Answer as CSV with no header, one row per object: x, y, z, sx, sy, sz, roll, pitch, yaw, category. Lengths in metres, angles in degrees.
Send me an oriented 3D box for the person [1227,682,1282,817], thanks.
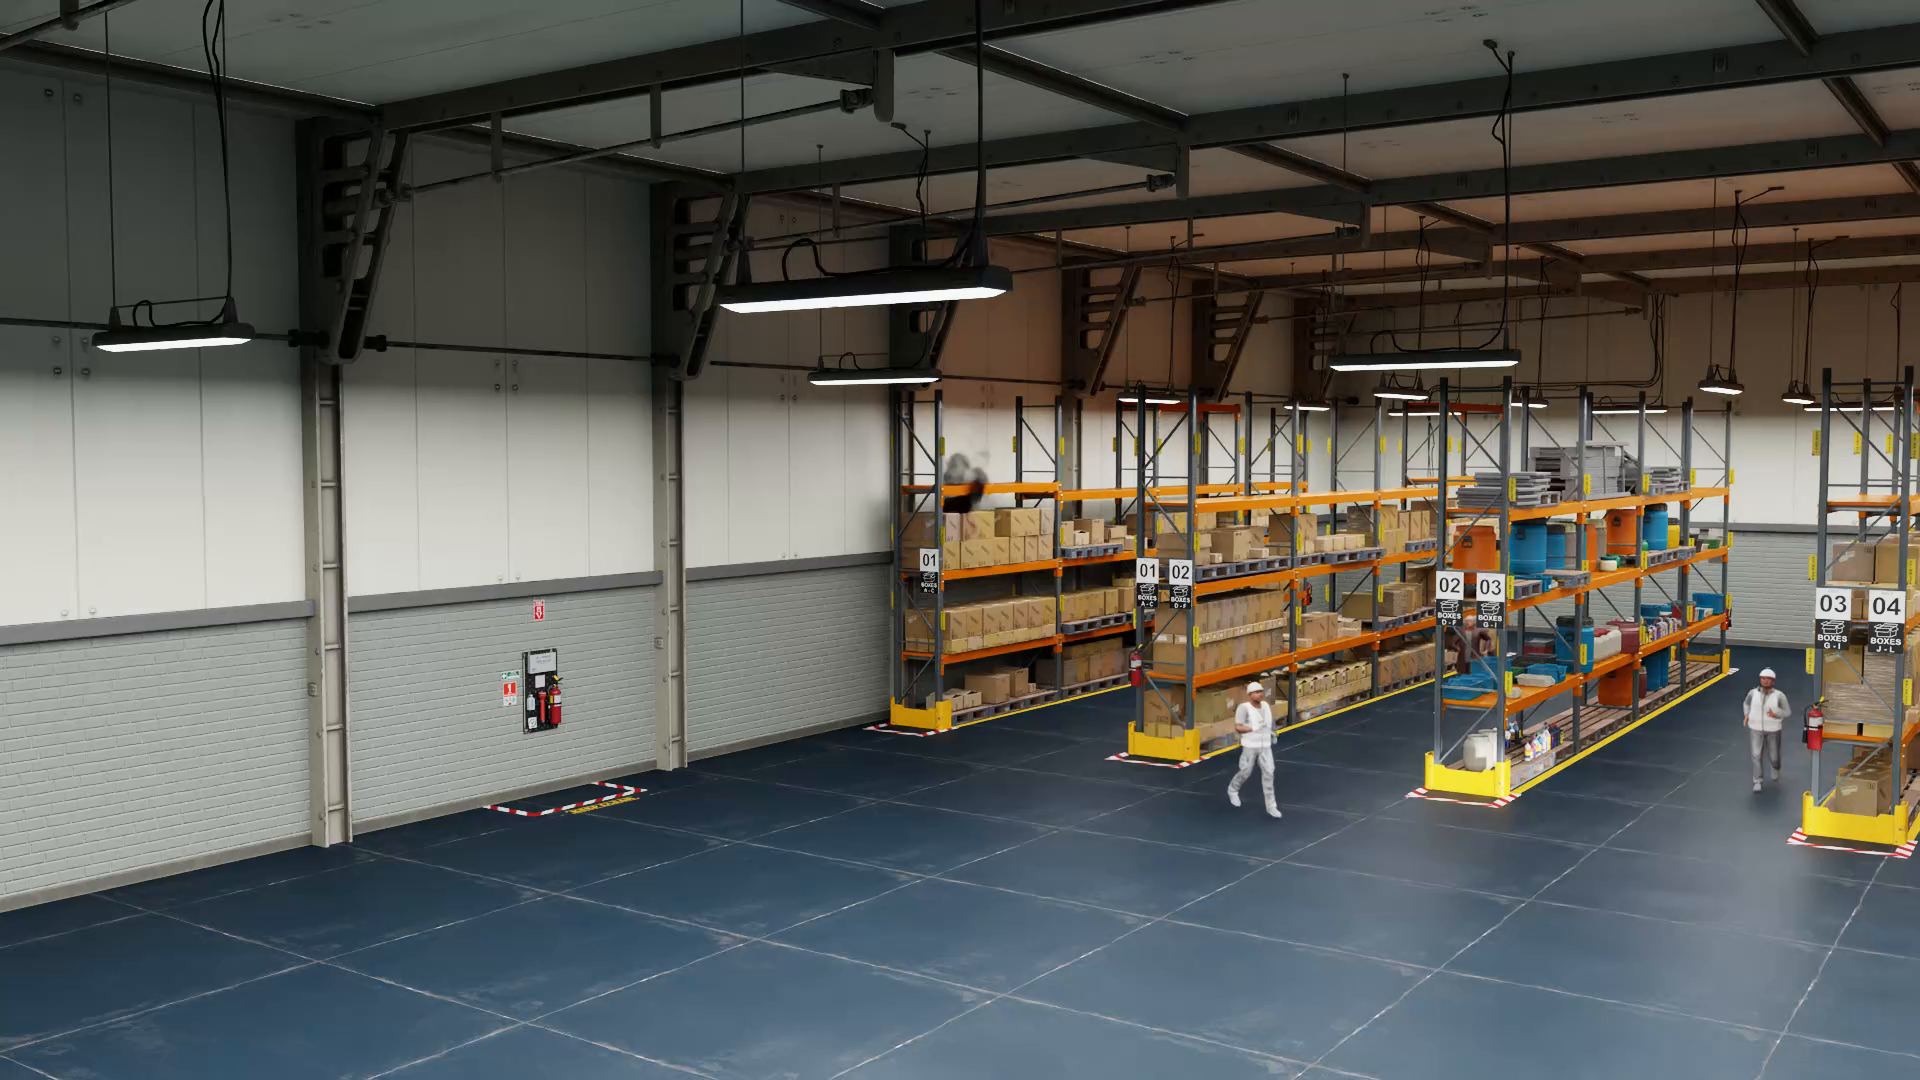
4.017,2.808,22.576,0.688,1.767,0.996,-1,4,-24,person

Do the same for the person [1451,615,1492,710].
9.716,2.306,31.708,0.710,1.736,1.153,2,4,30,person

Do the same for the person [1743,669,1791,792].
11.736,2.755,24.231,0.667,1.749,0.915,2,4,34,person
